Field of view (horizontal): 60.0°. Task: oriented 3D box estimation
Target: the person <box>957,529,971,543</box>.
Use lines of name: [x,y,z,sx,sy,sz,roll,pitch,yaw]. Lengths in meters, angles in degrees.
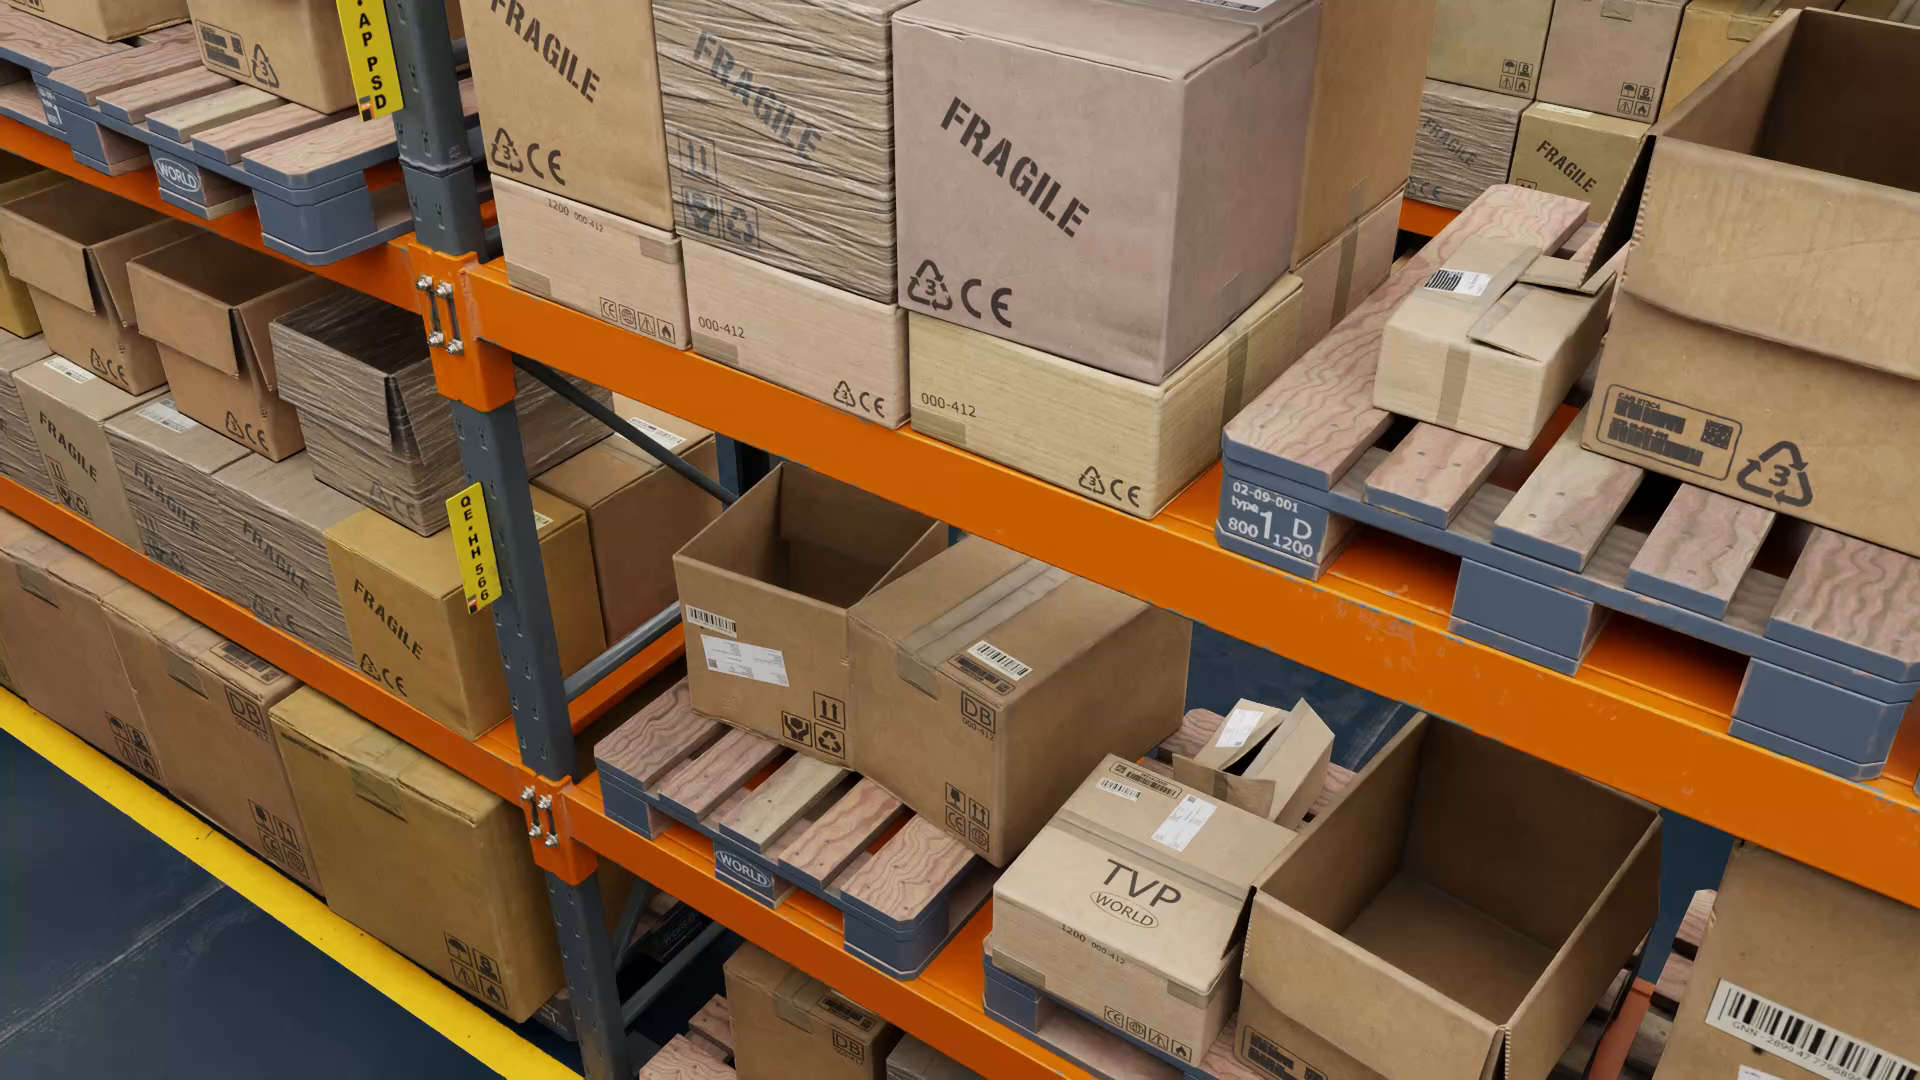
person: [-0.101,-0.348,6.612,0.577,1.667,0.413,2,35,3]
